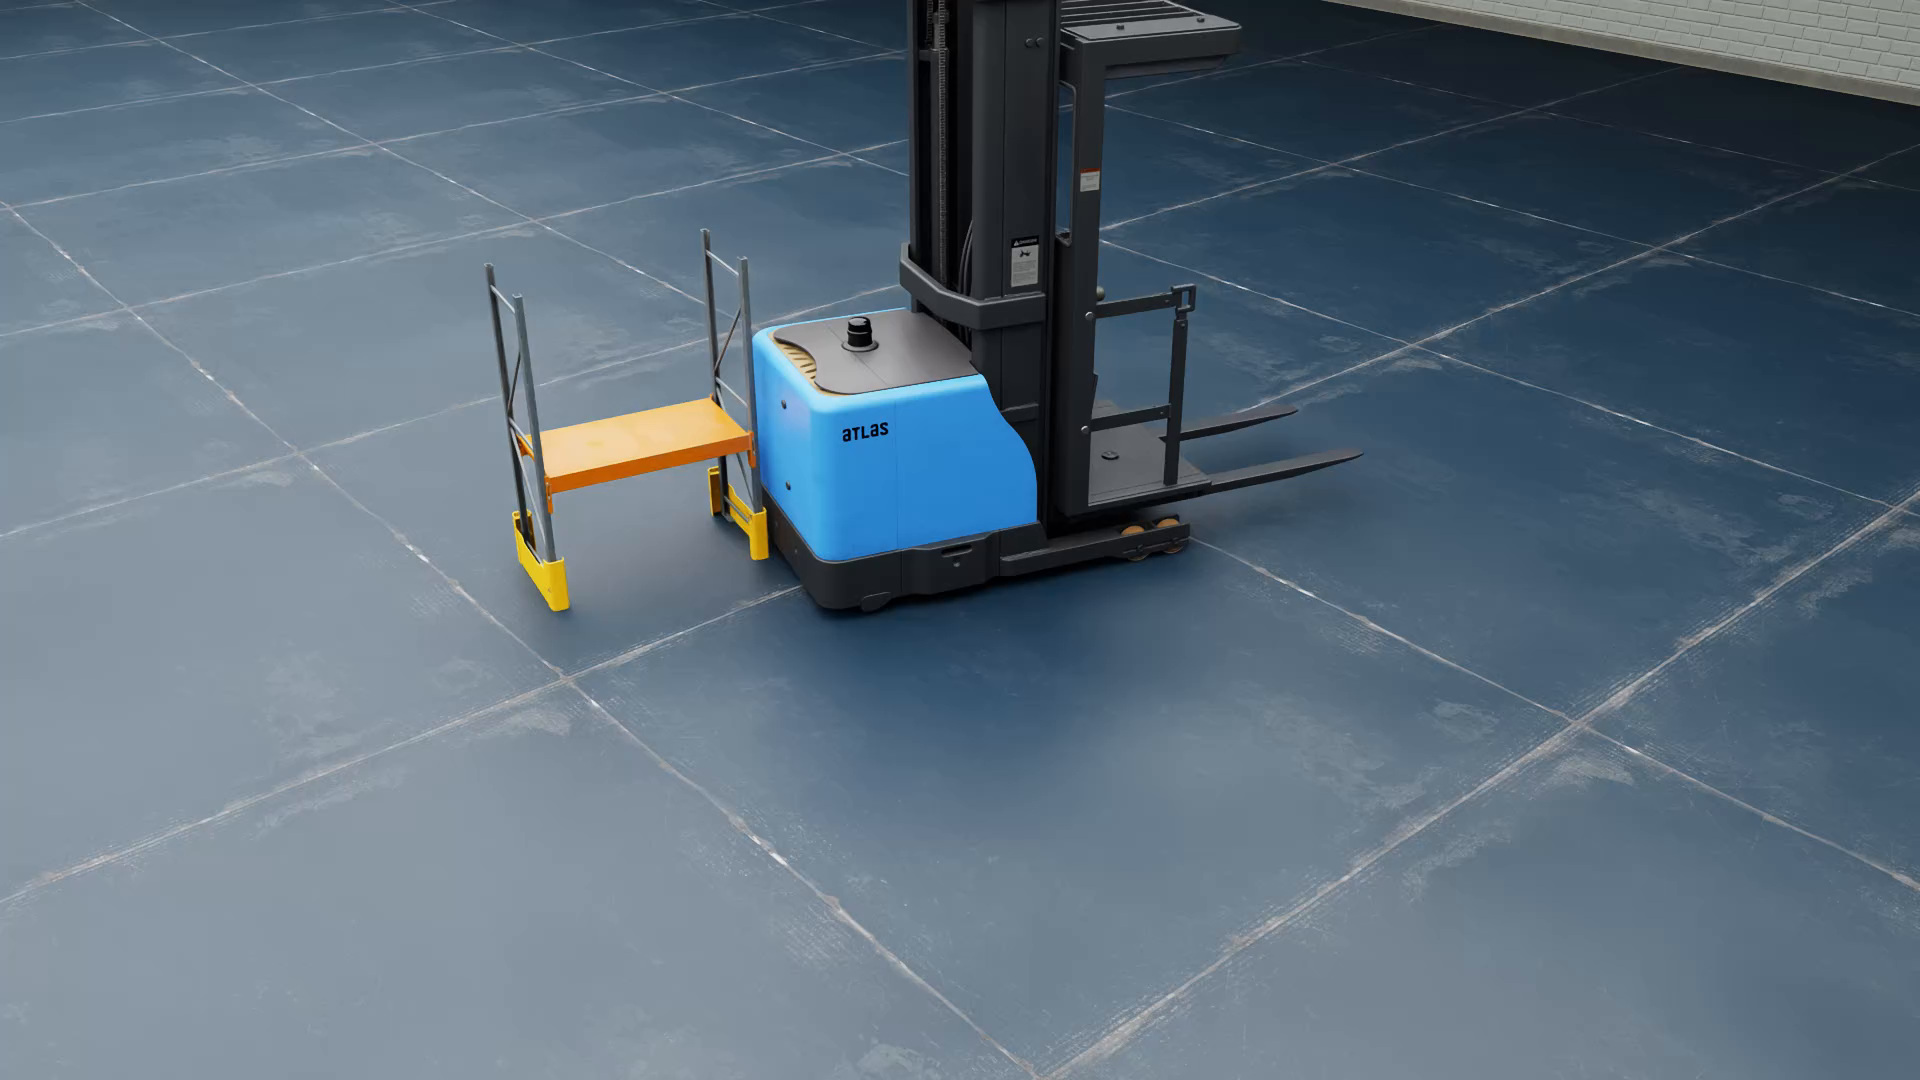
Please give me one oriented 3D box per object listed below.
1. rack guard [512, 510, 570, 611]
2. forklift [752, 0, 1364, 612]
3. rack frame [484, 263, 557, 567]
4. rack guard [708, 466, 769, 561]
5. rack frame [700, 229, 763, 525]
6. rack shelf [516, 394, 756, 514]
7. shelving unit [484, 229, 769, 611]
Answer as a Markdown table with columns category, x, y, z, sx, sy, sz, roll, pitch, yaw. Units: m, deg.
| category | x | y | z | sx | sy | sz | roll | pitch | yaw |
| --- | --- | --- | --- | --- | --- | --- | --- | --- | --- |
| rack guard | -1.971 | 0.091 | 7.815 | 0.087 | 0.250 | 0.587 | -15 | 31 | -25 |
| forklift | 0.572 | -1.408 | 7.775 | 3.031 | 2.935 | 1.130 | -11 | 30 | -20 |
| rack frame | -1.972 | -0.460 | 7.520 | 0.032 | 1.500 | 0.500 | -15 | 31 | -25 |
| rack guard | -1.100 | -0.137 | 8.241 | 0.087 | 0.250 | 0.587 | -15 | 31 | -25 |
| rack frame | -1.083 | -0.693 | 7.955 | 0.032 | 1.500 | 0.500 | -15 | 31 | -25 |
| rack shelf | -1.528 | -0.418 | 7.822 | 1.000 | 0.185 | 0.538 | -15 | 31 | -25 |
| shelving unit | -1.536 | -0.574 | 7.734 | 1.083 | 1.500 | 0.587 | -15 | 31 | -25 |
